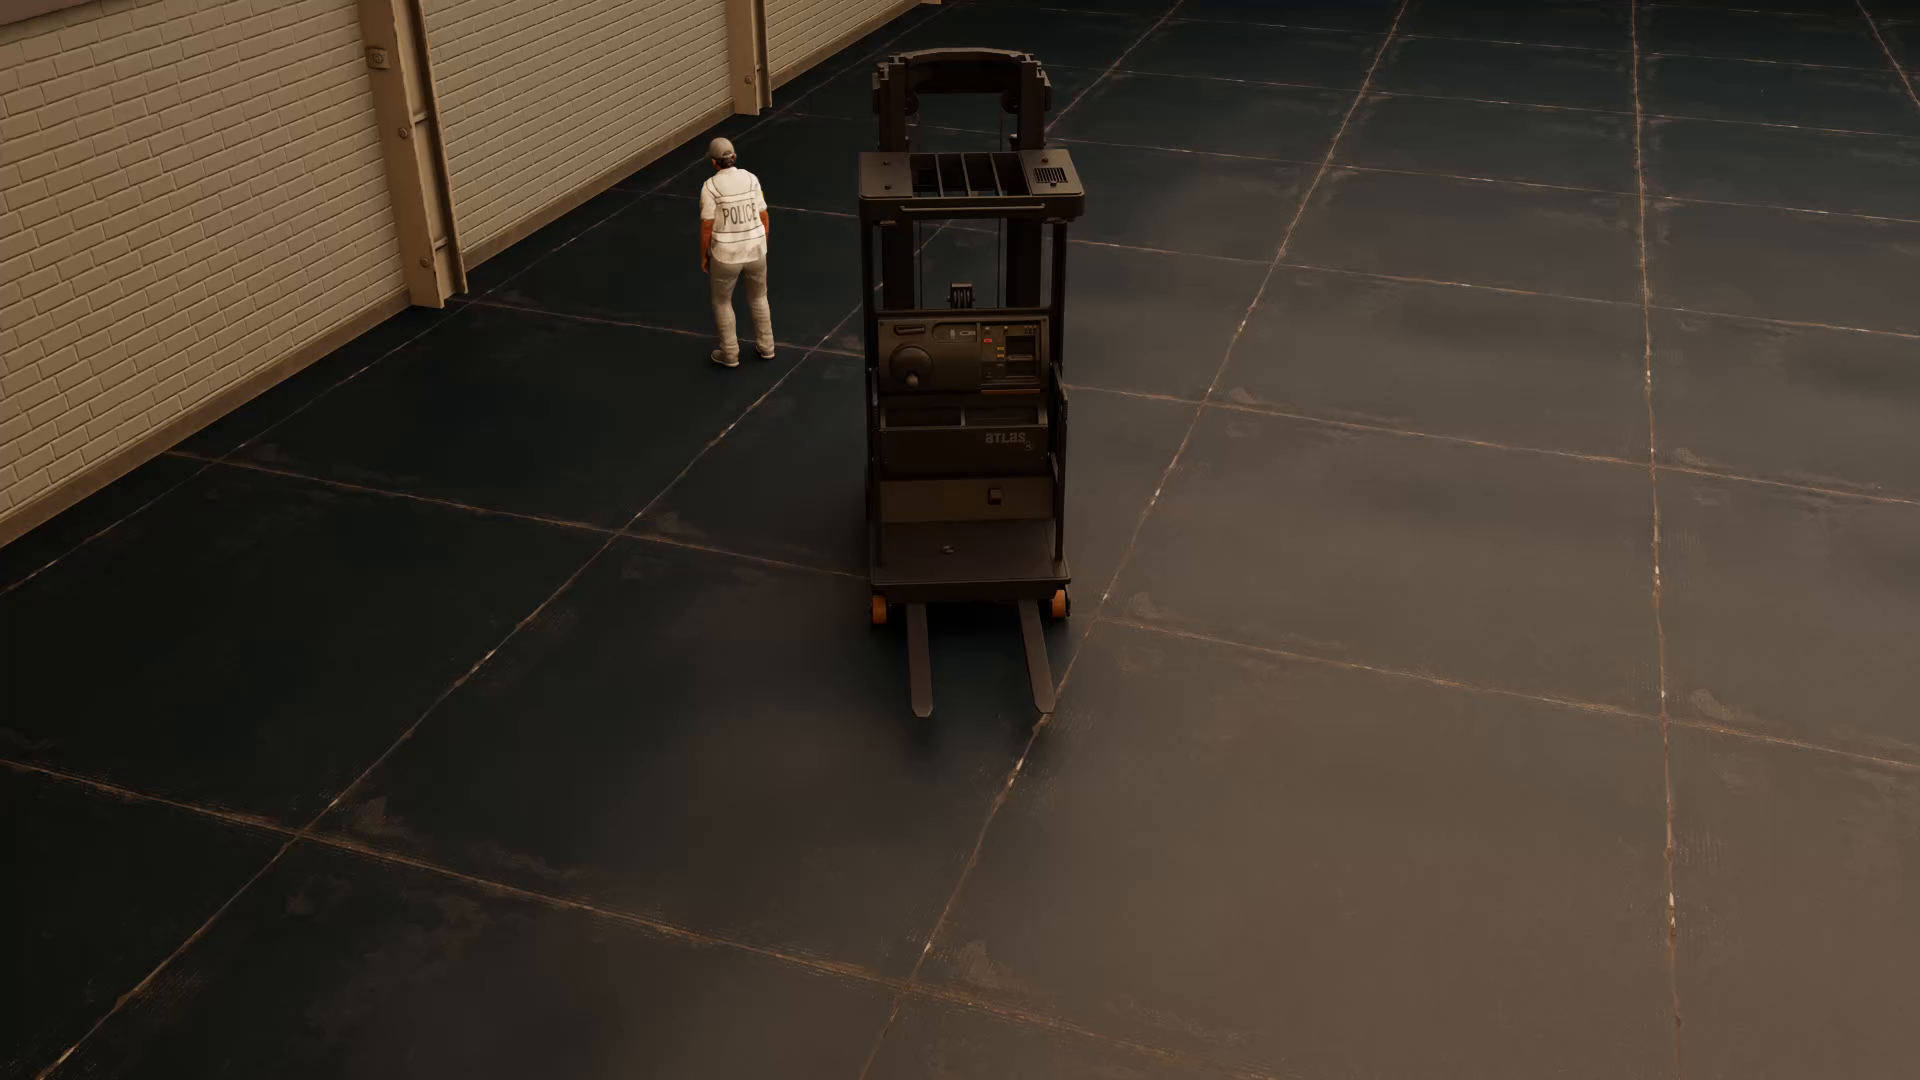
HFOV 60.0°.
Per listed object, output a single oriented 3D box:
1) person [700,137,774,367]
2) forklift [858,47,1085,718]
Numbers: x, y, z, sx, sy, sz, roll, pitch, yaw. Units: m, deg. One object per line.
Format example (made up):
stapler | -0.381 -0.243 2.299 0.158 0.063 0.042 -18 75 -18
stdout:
person | -1.629 -2.086 12.075 0.542 1.666 0.468 -15 33 -25
forklift | 0.035 -0.972 8.842 1.130 2.935 3.031 -2 30 -3
